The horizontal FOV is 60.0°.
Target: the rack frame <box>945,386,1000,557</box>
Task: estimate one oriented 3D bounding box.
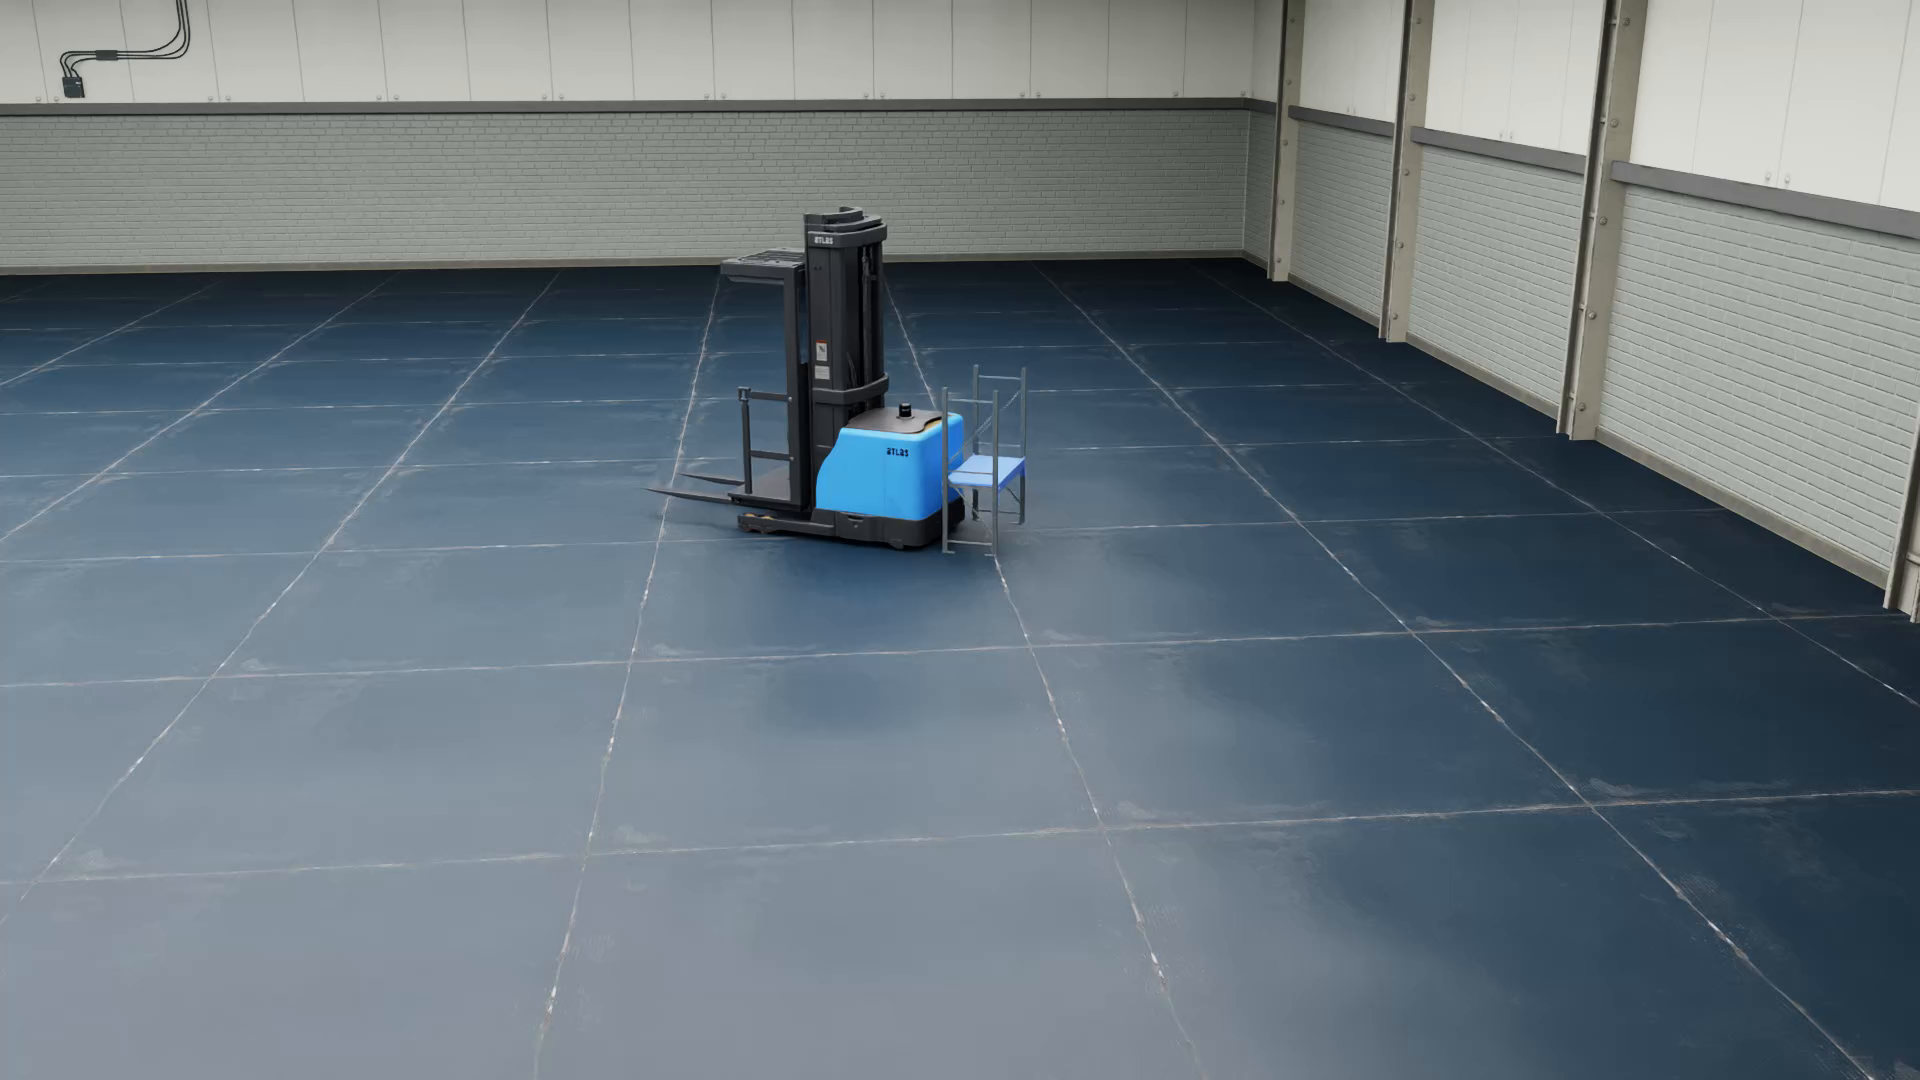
[{"bbox_3d":[0.105,-0.594,14.637,0.500,1.500,0.032,7,19,20],"label":"rack frame"}]

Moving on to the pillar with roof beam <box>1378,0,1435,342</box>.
[{"bbox_3d":[2.162,-7.142,22.977,9.100,9.000,0.400,-2,18,-6],"label":"pillar with roof beam"}]

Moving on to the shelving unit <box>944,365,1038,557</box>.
[{"bbox_3d":[0.290,-0.736,15.089,0.538,1.500,1.048,7,19,20],"label":"shelving unit"}]

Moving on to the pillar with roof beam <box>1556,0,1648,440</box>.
[{"bbox_3d":[2.781,-5.355,17.283,9.100,9.000,0.400,-2,18,-6],"label":"pillar with roof beam"}]

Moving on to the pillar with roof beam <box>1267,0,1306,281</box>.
[{"bbox_3d":[1.543,-8.930,28.671,9.100,9.000,0.400,-2,18,-6],"label":"pillar with roof beam"}]

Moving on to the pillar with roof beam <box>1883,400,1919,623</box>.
[{"bbox_3d":[3.400,-3.567,11.589,9.100,9.000,0.400,-2,18,-6],"label":"pillar with roof beam"}]

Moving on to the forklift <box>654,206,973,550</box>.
[{"bbox_3d":[-1.442,-1.579,15.388,3.031,2.935,1.130,7,19,23],"label":"forklift"}]

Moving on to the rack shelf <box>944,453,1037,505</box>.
[{"bbox_3d":[0.290,-0.564,15.143,0.538,0.185,1.000,7,19,20],"label":"rack shelf"}]

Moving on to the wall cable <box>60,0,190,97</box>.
[{"bbox_3d":[-15.051,-10.920,29.331,2.305,6.003,0.169,-2,18,-6],"label":"wall cable"}]

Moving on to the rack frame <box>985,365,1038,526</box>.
[{"bbox_3d":[0.474,-0.878,15.541,0.500,1.500,0.032,7,19,20],"label":"rack frame"}]
